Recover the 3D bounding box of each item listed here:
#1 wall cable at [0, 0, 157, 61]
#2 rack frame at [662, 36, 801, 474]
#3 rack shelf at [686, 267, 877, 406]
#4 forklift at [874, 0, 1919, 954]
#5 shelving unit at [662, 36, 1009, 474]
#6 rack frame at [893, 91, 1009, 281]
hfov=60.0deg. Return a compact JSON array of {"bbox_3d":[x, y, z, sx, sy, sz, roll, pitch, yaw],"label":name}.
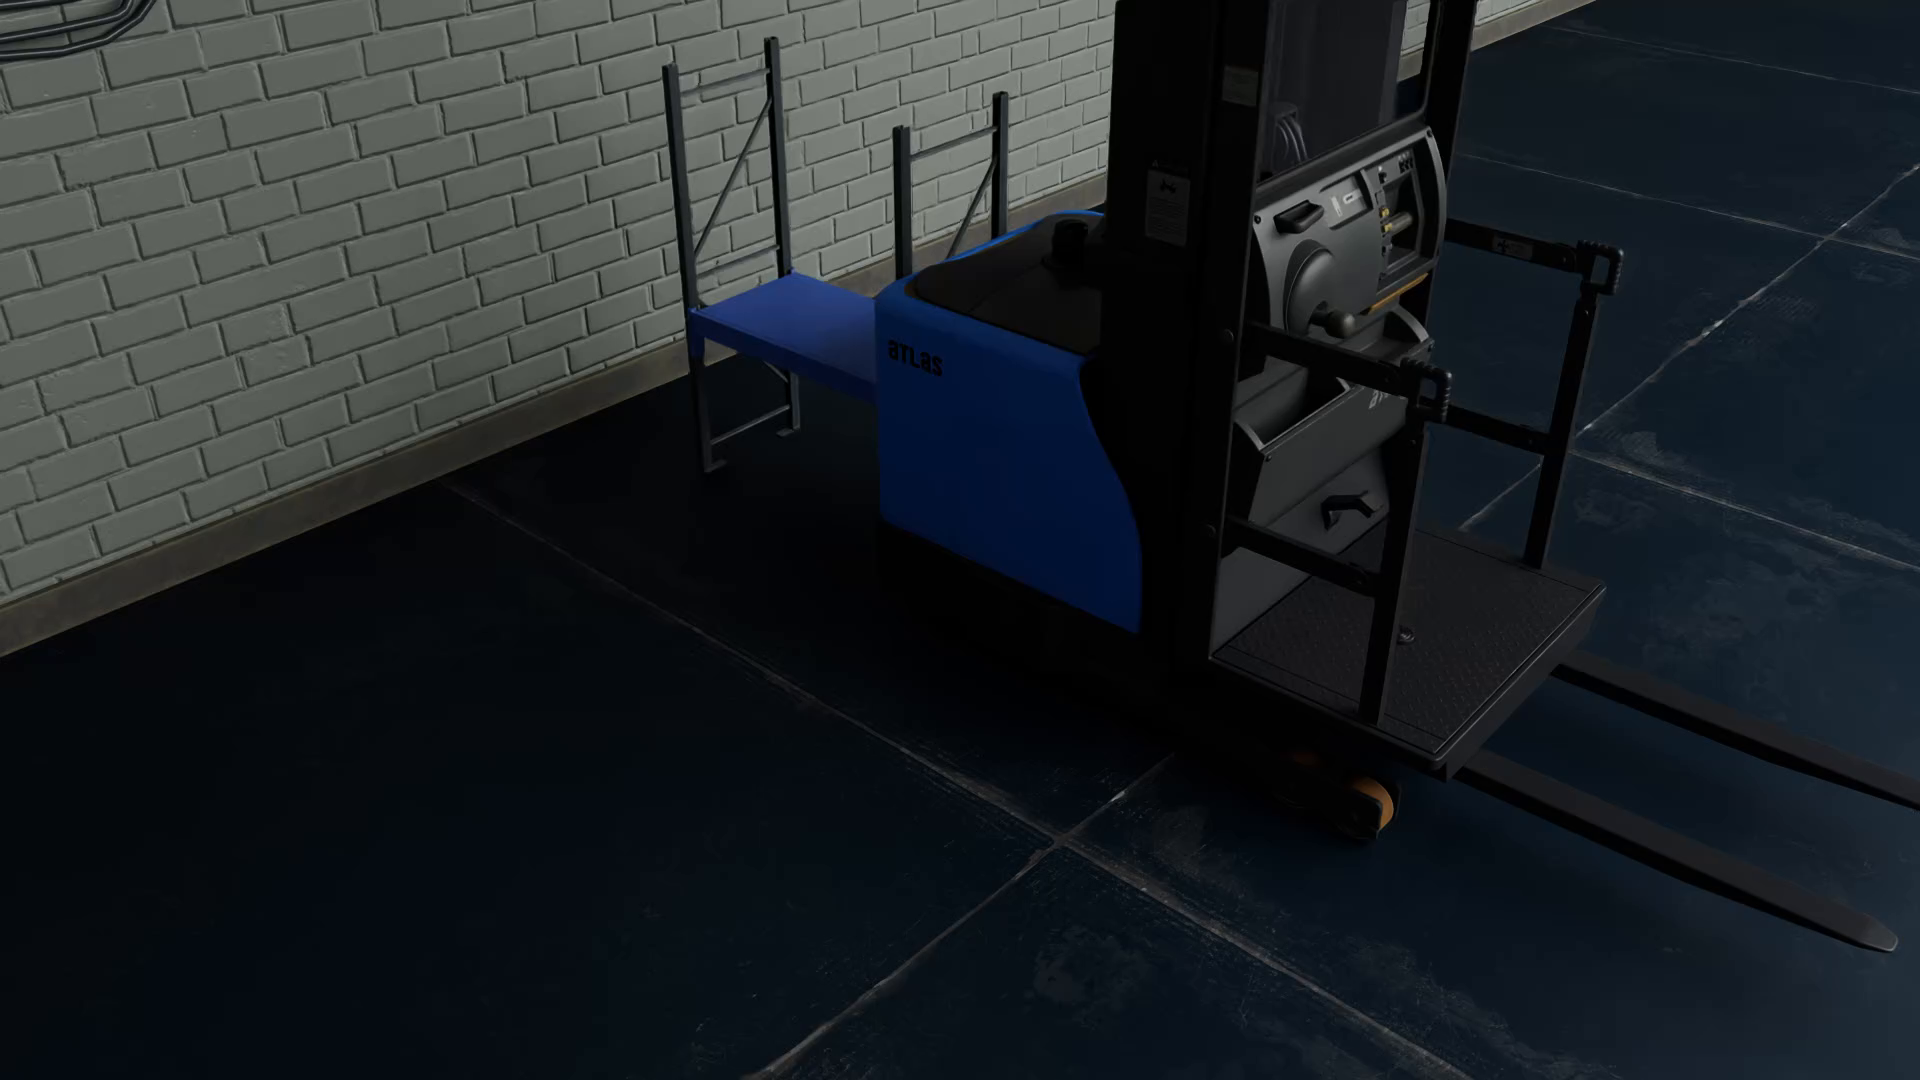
[{"bbox_3d":[-3.252,-1.981,3.327,0.112,2.526,3.097,25,39,35],"label":"wall cable"},{"bbox_3d":[-0.795,-0.988,5.937,0.032,1.500,0.500,24,38,34],"label":"rack frame"},{"bbox_3d":[-0.408,-0.663,5.747,1.000,0.185,0.538,24,38,34],"label":"rack shelf"},{"bbox_3d":[1.178,-0.769,4.185,3.031,2.935,1.130,24,38,34],"label":"forklift"},{"bbox_3d":[-0.408,-0.818,5.654,1.048,1.500,0.538,24,38,34],"label":"shelving unit"},{"bbox_3d":[-0.022,-0.647,5.371,0.032,1.500,0.500,24,38,34],"label":"rack frame"}]
